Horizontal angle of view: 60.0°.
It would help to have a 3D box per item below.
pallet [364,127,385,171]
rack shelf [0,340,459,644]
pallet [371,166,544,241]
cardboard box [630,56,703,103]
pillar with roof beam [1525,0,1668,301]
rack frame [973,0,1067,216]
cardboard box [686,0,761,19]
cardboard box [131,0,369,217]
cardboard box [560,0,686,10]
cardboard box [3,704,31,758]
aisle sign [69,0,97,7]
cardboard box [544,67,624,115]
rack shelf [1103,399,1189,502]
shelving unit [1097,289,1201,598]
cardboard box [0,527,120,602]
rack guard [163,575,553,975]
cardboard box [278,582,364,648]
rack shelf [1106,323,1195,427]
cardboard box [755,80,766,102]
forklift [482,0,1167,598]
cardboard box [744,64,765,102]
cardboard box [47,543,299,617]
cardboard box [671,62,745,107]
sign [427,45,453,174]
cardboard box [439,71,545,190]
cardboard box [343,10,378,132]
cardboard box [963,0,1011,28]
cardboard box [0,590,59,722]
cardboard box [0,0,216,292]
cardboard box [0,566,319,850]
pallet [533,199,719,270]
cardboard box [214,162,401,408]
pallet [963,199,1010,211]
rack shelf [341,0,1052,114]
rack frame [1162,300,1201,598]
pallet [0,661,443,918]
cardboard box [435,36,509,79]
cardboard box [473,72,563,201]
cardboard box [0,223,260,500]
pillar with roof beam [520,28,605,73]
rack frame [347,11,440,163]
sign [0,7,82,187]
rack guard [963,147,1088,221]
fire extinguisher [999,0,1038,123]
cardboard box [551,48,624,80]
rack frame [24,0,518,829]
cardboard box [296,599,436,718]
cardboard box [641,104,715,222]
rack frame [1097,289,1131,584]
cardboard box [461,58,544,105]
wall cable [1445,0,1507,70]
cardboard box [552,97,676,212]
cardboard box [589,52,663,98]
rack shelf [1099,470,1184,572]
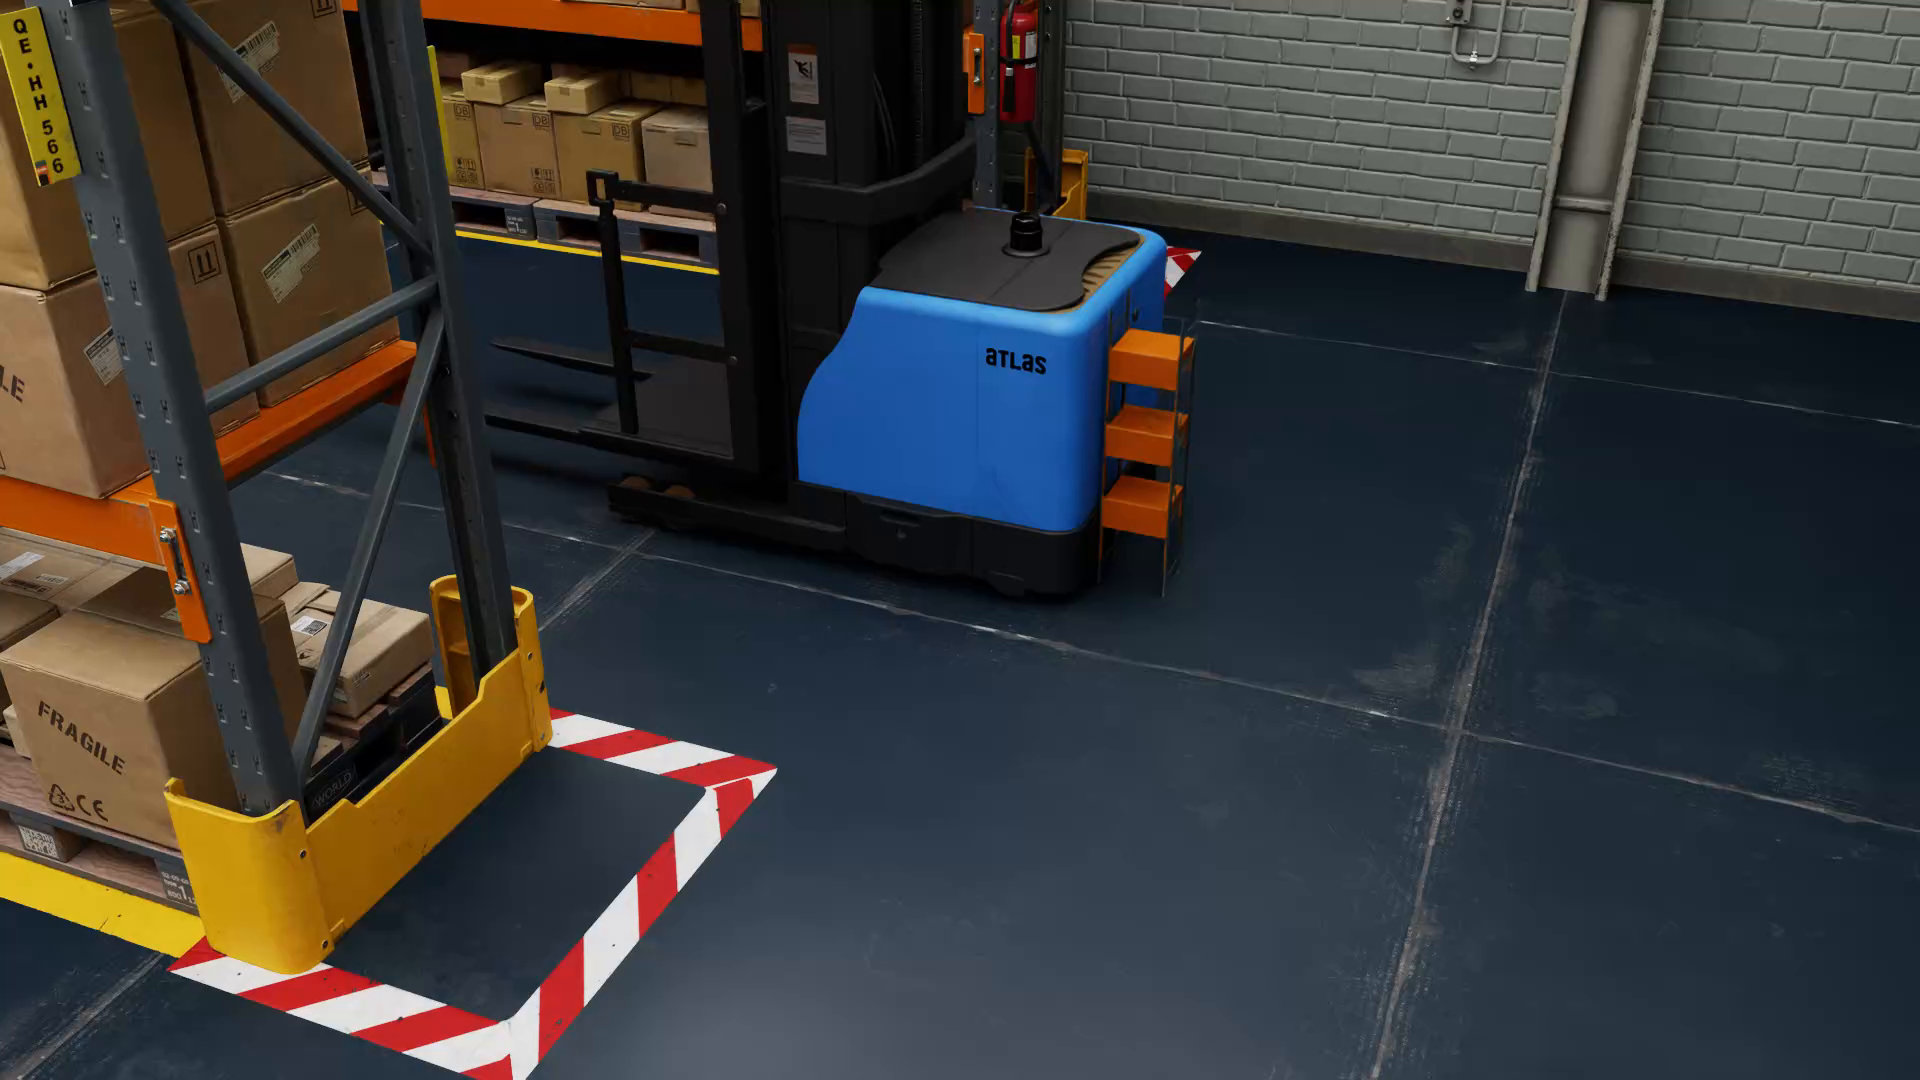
[{"bbox_3d":[-4.145,-2.356,10.204,1.213,0.211,1.003,11,31,19],"label":"pallet"},{"bbox_3d":[-3.408,-0.519,4.851,4.000,0.370,1.077,11,31,19],"label":"rack shelf"},{"bbox_3d":[-2.727,-2.072,9.700,1.213,0.211,1.003,11,31,19],"label":"pallet"},{"bbox_3d":[-1.601,-2.532,9.135,0.250,0.149,0.380,11,31,18],"label":"cardboard box"},{"bbox_3d":[1.513,-3.265,2.882,0.400,9.000,9.100,11,31,19],"label":"pillar with roof beam"},{"bbox_3d":[0.305,-2.722,8.017,0.127,3.000,1.000,11,31,19],"label":"rack frame"},{"bbox_3d":[-0.850,-3.072,8.331,0.700,0.700,0.980,11,31,19],"label":"cardboard box"},{"bbox_3d":[-1.867,-1.144,4.107,0.500,0.500,0.500,12,32,21],"label":"cardboard box"},{"bbox_3d":[-1.553,-3.217,8.588,0.700,0.700,0.980,10,31,17],"label":"cardboard box"},{"bbox_3d":[-2.492,0.475,4.793,0.250,0.166,0.380,11,31,19],"label":"cardboard box"},{"bbox_3d":[-1.606,-1.442,3.111,0.004,0.787,0.394,11,31,19],"label":"aisle sign"},{"bbox_3d":[-2.015,-2.411,8.921,0.250,0.149,0.380,10,31,18],"label":"cardboard box"},{"bbox_3d":[0.646,-0.312,5.756,0.240,0.259,0.215,12,32,20],"label":"rack shelf"},{"bbox_3d":[0.646,-0.321,5.751,0.252,1.050,0.215,12,32,20],"label":"shelving unit"},{"bbox_3d":[-2.878,0.128,5.322,0.500,0.250,0.500,11,31,19],"label":"cardboard box"},{"bbox_3d":[-1.625,0.612,4.660,0.348,0.500,1.175,11,31,19],"label":"rack guard"},{"bbox_3d":[-2.045,0.299,5.105,0.250,0.166,0.380,11,31,19],"label":"cardboard box"},{"bbox_3d":[0.646,-0.559,5.617,0.240,0.259,0.215,12,32,20],"label":"rack shelf"},{"bbox_3d":[-0.892,-2.391,8.886,0.250,0.149,0.380,12,31,20],"label":"cardboard box"},{"bbox_3d":[-0.797,-1.538,5.992,3.031,2.935,1.130,12,32,20],"label":"forklift"},{"bbox_3d":[-1.128,-2.437,8.968,0.250,0.149,0.380,12,32,20],"label":"cardboard box"},{"bbox_3d":[-2.415,0.221,5.159,0.500,0.250,0.500,11,31,19],"label":"cardboard box"},{"bbox_3d":[-1.366,-2.485,9.052,0.250,0.149,0.380,12,31,20],"label":"cardboard box"},{"bbox_3d":[-1.351,-1.087,4.245,0.005,0.325,0.100,11,31,19],"label":"sign"},{"bbox_3d":[-2.748,-2.371,9.511,0.500,0.500,0.700,12,32,20],"label":"cardboard box"},{"bbox_3d":[-4.053,-2.770,9.860,0.750,0.750,0.750,12,32,20],"label":"cardboard box"},{"bbox_3d":[-0.172,-2.942,8.102,0.700,0.700,0.980,13,32,21],"label":"cardboard box"},{"bbox_3d":[-3.020,0.365,4.903,0.500,0.250,0.500,11,31,19],"label":"cardboard box"},{"bbox_3d":[-2.070,-0.898,3.673,0.500,0.500,0.500,11,31,19],"label":"cardboard box"},{"bbox_3d":[-2.151,0.446,4.506,0.500,0.500,0.500,11,31,19],"label":"cardboard box"},{"bbox_3d":[-1.592,-1.847,9.302,1.213,0.211,1.003,11,31,19],"label":"pallet"},{"bbox_3d":[-1.867,-0.708,4.353,0.500,0.500,0.500,12,32,20],"label":"cardboard box"},{"bbox_3d":[-0.466,-1.620,8.902,1.213,0.211,1.003,11,31,19],"label":"pallet"},{"bbox_3d":[-1.549,-2.779,8.849,4.000,0.370,1.077,11,31,19],"label":"rack shelf"},{"bbox_3d":[0.758,-0.298,5.709,0.008,1.050,0.200,12,32,20],"label":"rack frame"},{"bbox_3d":[-2.364,0.591,4.991,1.213,0.211,1.003,11,31,19],"label":"pallet"},{"bbox_3d":[-2.807,-2.771,9.559,0.250,0.149,0.380,11,31,19],"label":"cardboard box"},{"bbox_3d":[-2.283,-2.277,9.343,0.500,0.500,0.700,11,31,19],"label":"cardboard box"},{"bbox_3d":[-2.072,-0.465,3.922,0.500,0.500,0.500,12,32,21],"label":"cardboard box"},{"bbox_3d":[-4.047,-4.376,4.846,0.400,9.000,9.100,11,31,19],"label":"pillar with roof beam"},{"bbox_3d":[-3.402,-3.462,9.326,0.127,3.000,1.000,11,31,19],"label":"rack frame"},{"bbox_3d":[-1.782,-0.855,3.216,0.005,0.325,0.100,11,31,19],"label":"sign"},{"bbox_3d":[0.327,-1.629,8.624,0.348,0.500,1.175,11,31,19],"label":"rack guard"},{"bbox_3d":[0.271,-2.287,7.706,0.183,0.674,0.296,11,31,19],"label":"fire extinguisher"},{"bbox_3d":[-2.074,-2.626,9.302,0.250,0.149,0.380,10,31,18],"label":"cardboard box"},{"bbox_3d":[-1.554,-0.462,4.020,0.127,3.000,1.000,11,31,19],"label":"rack frame"},{"bbox_3d":[-1.813,0.353,5.027,0.250,0.149,0.380,11,31,19],"label":"cardboard box"},{"bbox_3d":[-1.312,-2.086,9.005,0.500,0.500,0.700,10,31,17],"label":"cardboard box"},{"bbox_3d":[0.534,-0.345,5.793,0.008,1.050,0.200,12,32,20],"label":"rack frame"},{"bbox_3d":[-2.499,-2.507,9.092,0.250,0.149,0.380,12,32,21],"label":"cardboard box"},{"bbox_3d":[1.847,-3.359,8.111,1.851,1.984,0.084,11,31,19],"label":"wall cable"},{"bbox_3d":[-1.809,-2.181,9.174,0.500,0.500,0.700,12,32,20],"label":"cardboard box"},{"bbox_3d":[-1.840,-2.579,9.219,0.250,0.149,0.380,12,31,20],"label":"cardboard box"},{"bbox_3d":[0.646,-0.070,5.893,0.240,0.259,0.215,12,32,20],"label":"rack shelf"}]
